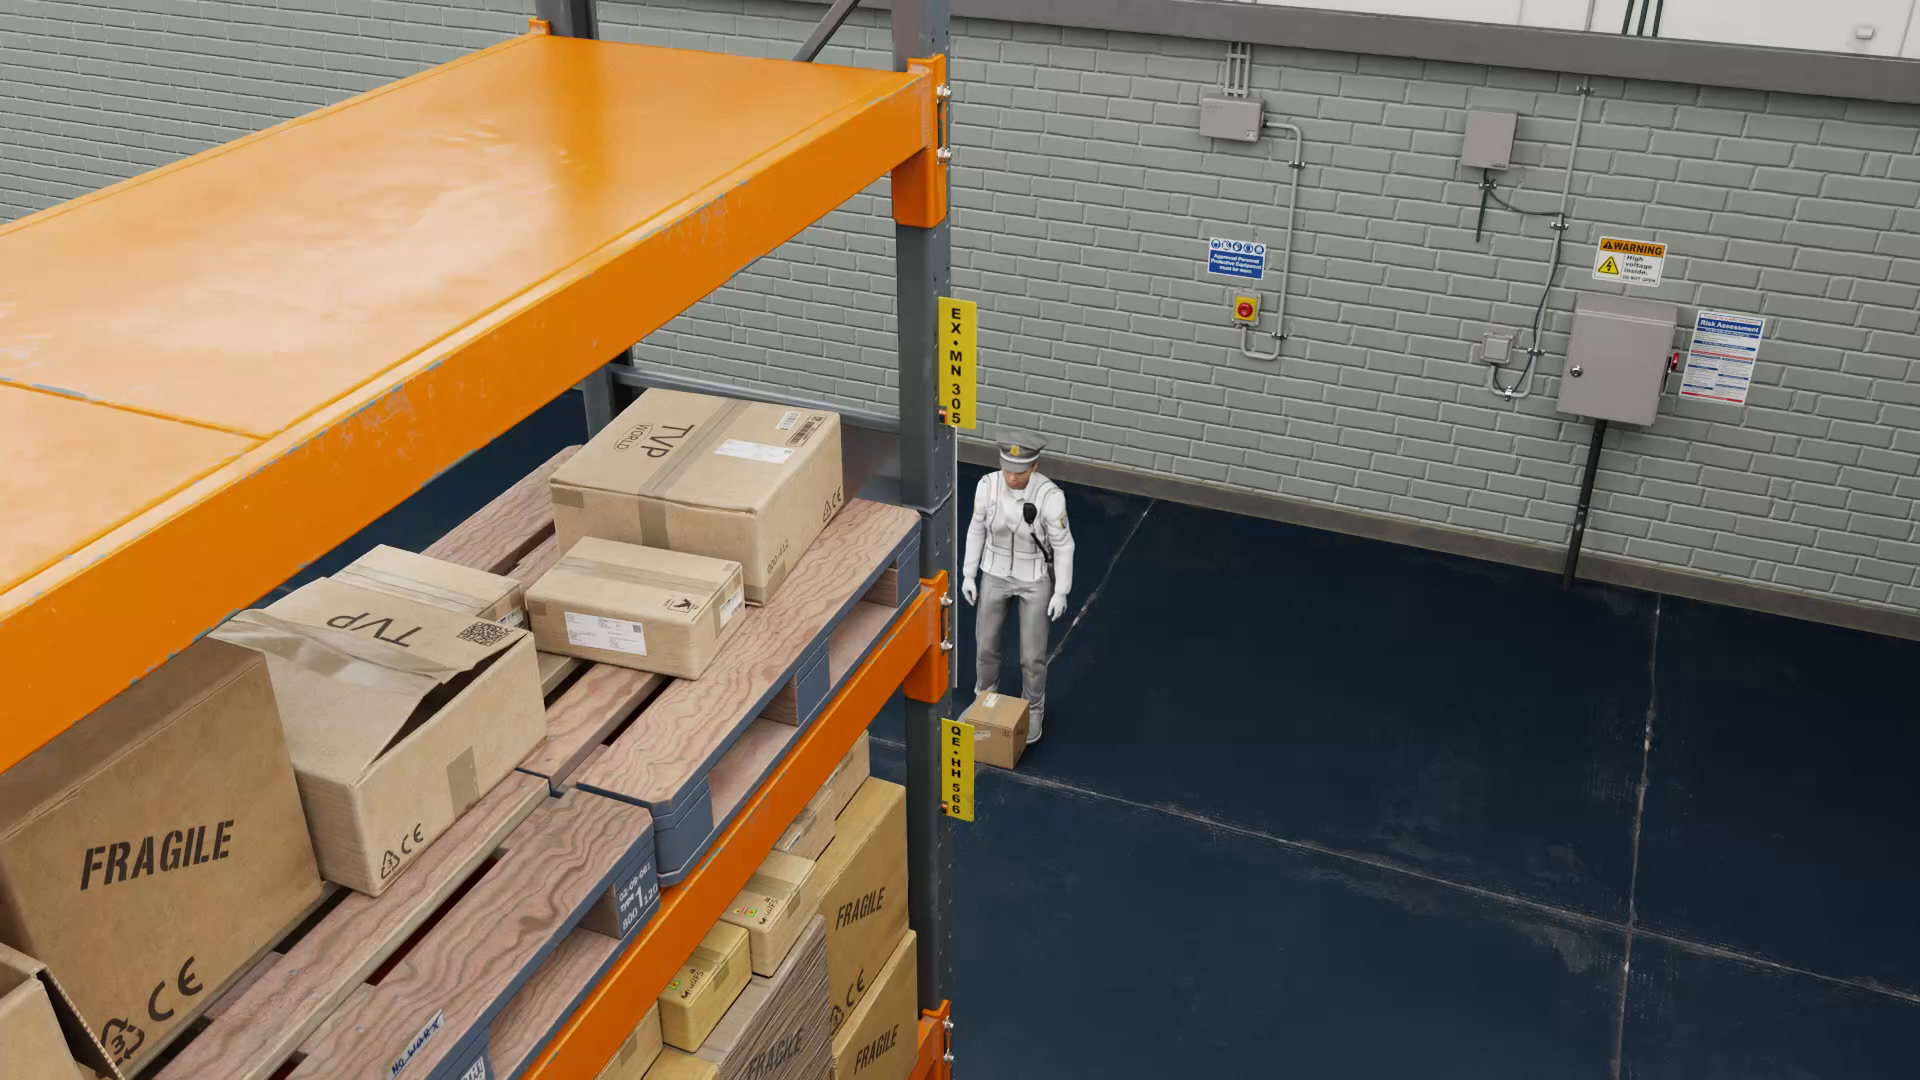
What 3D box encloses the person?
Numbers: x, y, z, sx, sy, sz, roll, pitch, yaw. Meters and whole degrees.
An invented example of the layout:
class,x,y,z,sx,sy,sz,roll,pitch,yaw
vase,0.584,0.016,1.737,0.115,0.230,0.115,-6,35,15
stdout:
class,x,y,z,sx,sy,sz,roll,pitch,yaw
person,0.274,0.210,8.019,0.544,1.666,0.370,10,31,17
